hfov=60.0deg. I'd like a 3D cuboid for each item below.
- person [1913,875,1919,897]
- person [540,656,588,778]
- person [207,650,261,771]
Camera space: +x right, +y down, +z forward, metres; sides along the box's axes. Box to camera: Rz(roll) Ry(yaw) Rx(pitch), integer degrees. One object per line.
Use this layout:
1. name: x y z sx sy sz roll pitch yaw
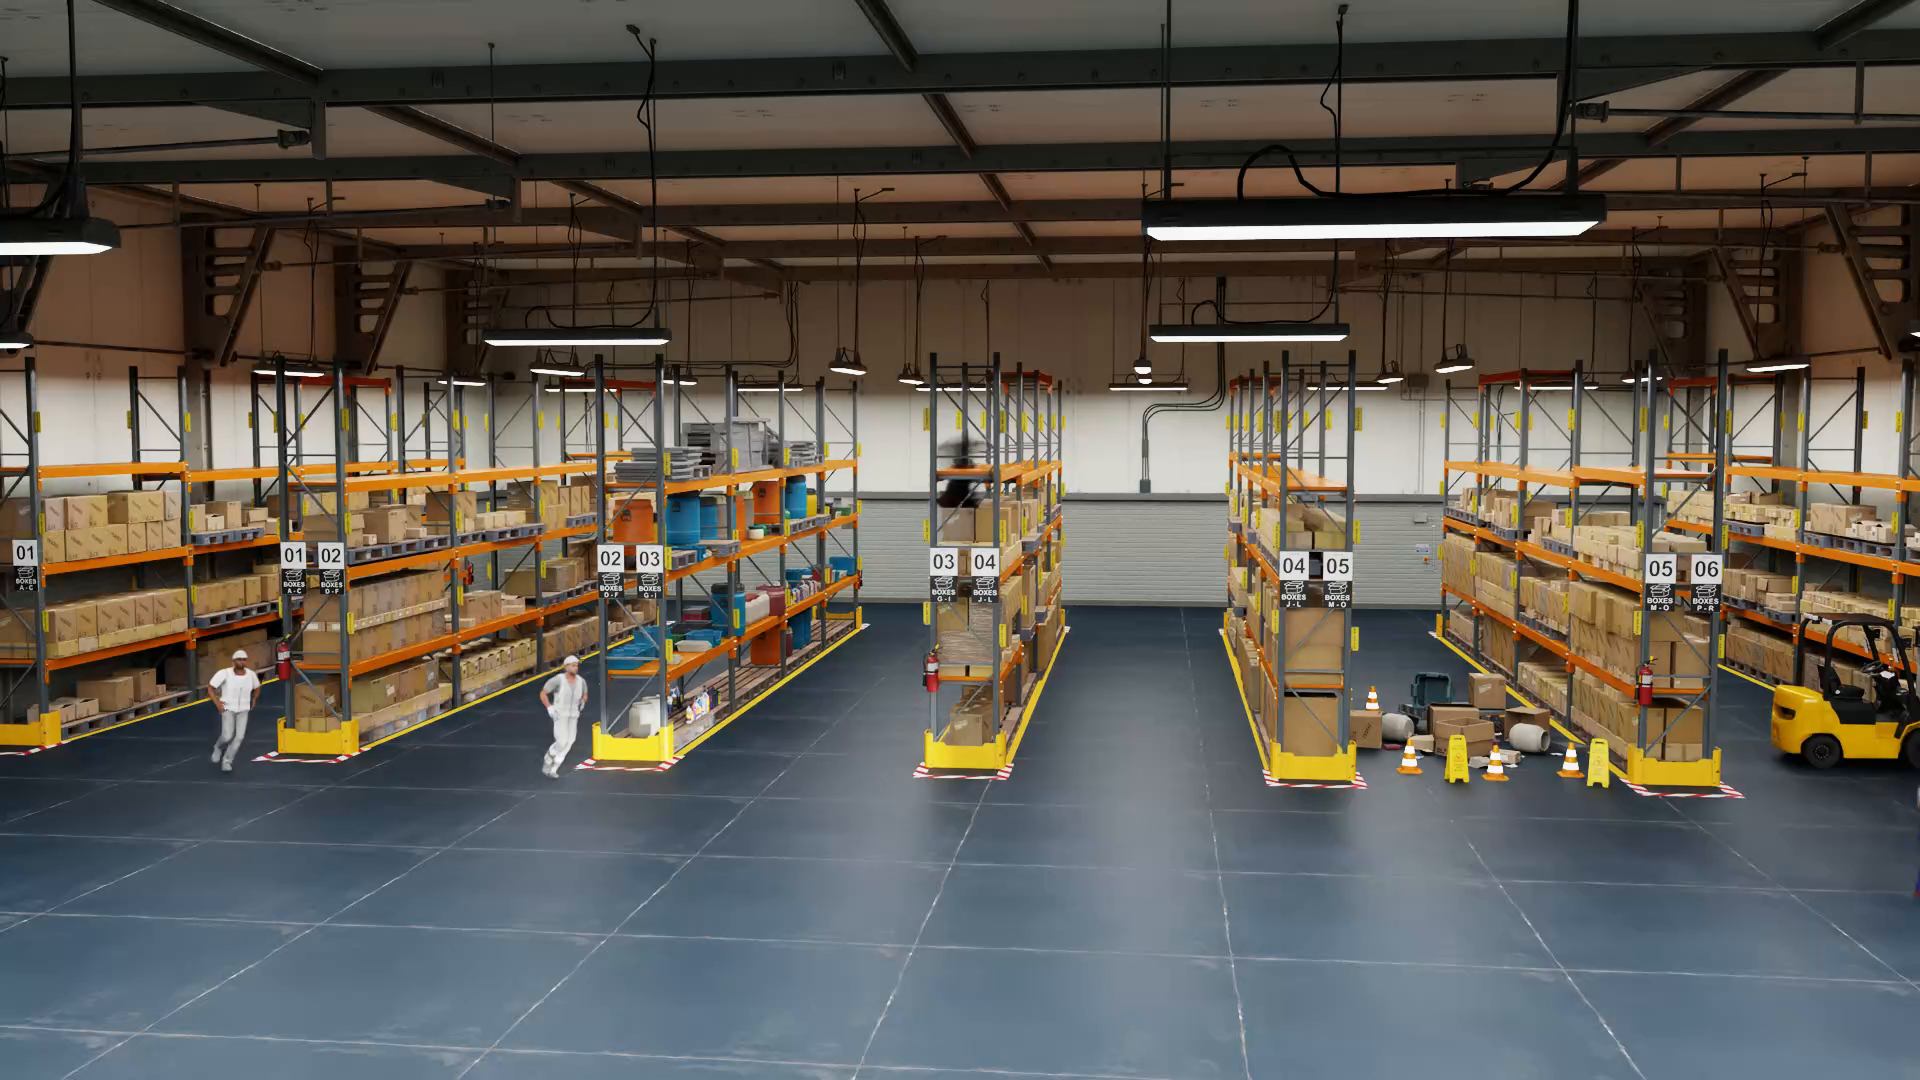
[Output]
1. person: 10.179 2.996 17.112 0.593 1.657 0.686 -2 4 -23
2. person: -5.511 2.486 23.409 0.668 1.719 0.544 -4 6 -43
3. person: -10.506 2.446 24.116 0.743 1.712 0.583 -4 6 -44
